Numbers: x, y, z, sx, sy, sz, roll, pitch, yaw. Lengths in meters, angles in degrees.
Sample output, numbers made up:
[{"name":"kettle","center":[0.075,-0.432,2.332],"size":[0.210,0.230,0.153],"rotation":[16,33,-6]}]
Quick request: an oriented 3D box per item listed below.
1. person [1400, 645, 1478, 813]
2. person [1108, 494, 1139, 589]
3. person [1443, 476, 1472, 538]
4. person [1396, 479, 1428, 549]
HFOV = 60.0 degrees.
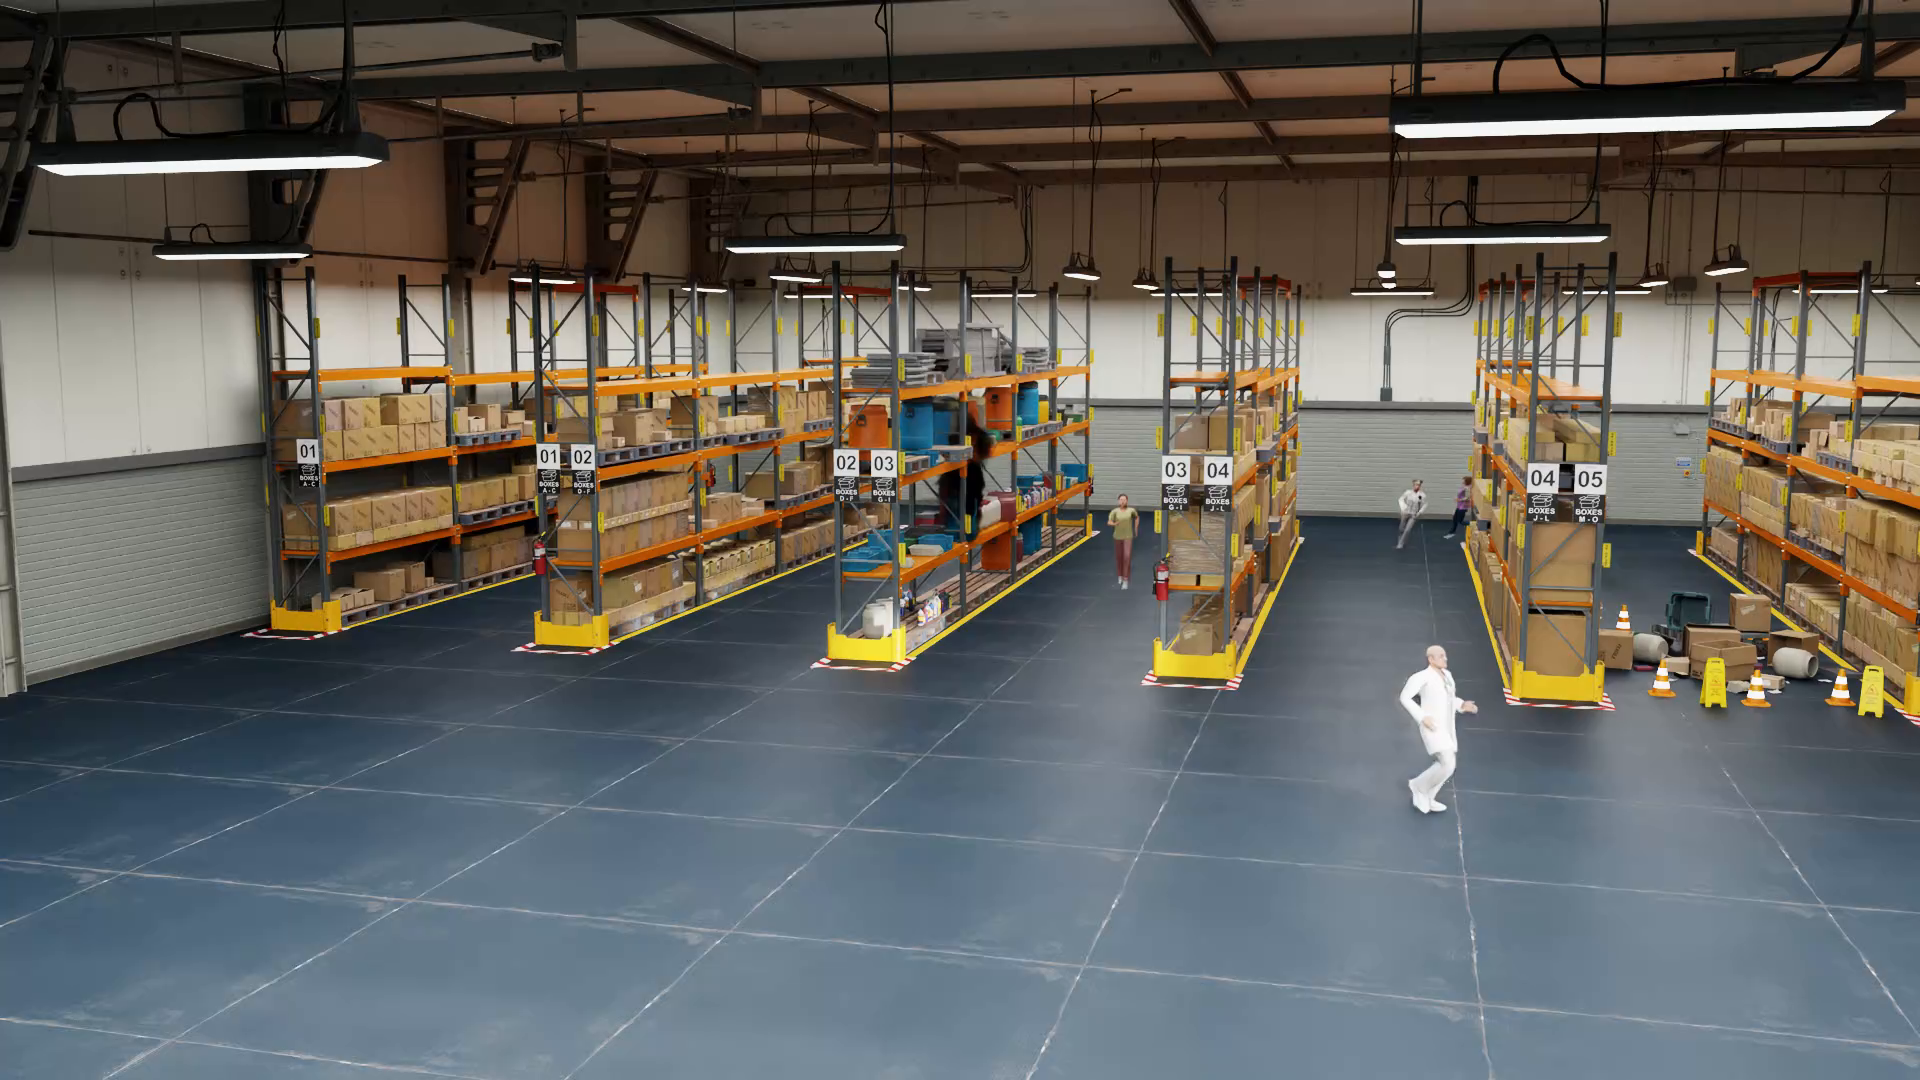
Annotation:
[{"name":"person","center":[4.974,2.007,17.156],"size":[0.677,1.660,0.642],"rotation":[-7,10,-43]},{"name":"person","center":[2.983,0.004,30.463],"size":[0.561,1.694,0.847],"rotation":[1,7,10]},{"name":"person","center":[11.870,-0.766,39.432],"size":[0.734,1.546,0.653],"rotation":[2,8,17]},{"name":"person","center":[10.338,-0.609,38.026],"size":[0.690,1.605,0.656],"rotation":[3,8,21]}]
